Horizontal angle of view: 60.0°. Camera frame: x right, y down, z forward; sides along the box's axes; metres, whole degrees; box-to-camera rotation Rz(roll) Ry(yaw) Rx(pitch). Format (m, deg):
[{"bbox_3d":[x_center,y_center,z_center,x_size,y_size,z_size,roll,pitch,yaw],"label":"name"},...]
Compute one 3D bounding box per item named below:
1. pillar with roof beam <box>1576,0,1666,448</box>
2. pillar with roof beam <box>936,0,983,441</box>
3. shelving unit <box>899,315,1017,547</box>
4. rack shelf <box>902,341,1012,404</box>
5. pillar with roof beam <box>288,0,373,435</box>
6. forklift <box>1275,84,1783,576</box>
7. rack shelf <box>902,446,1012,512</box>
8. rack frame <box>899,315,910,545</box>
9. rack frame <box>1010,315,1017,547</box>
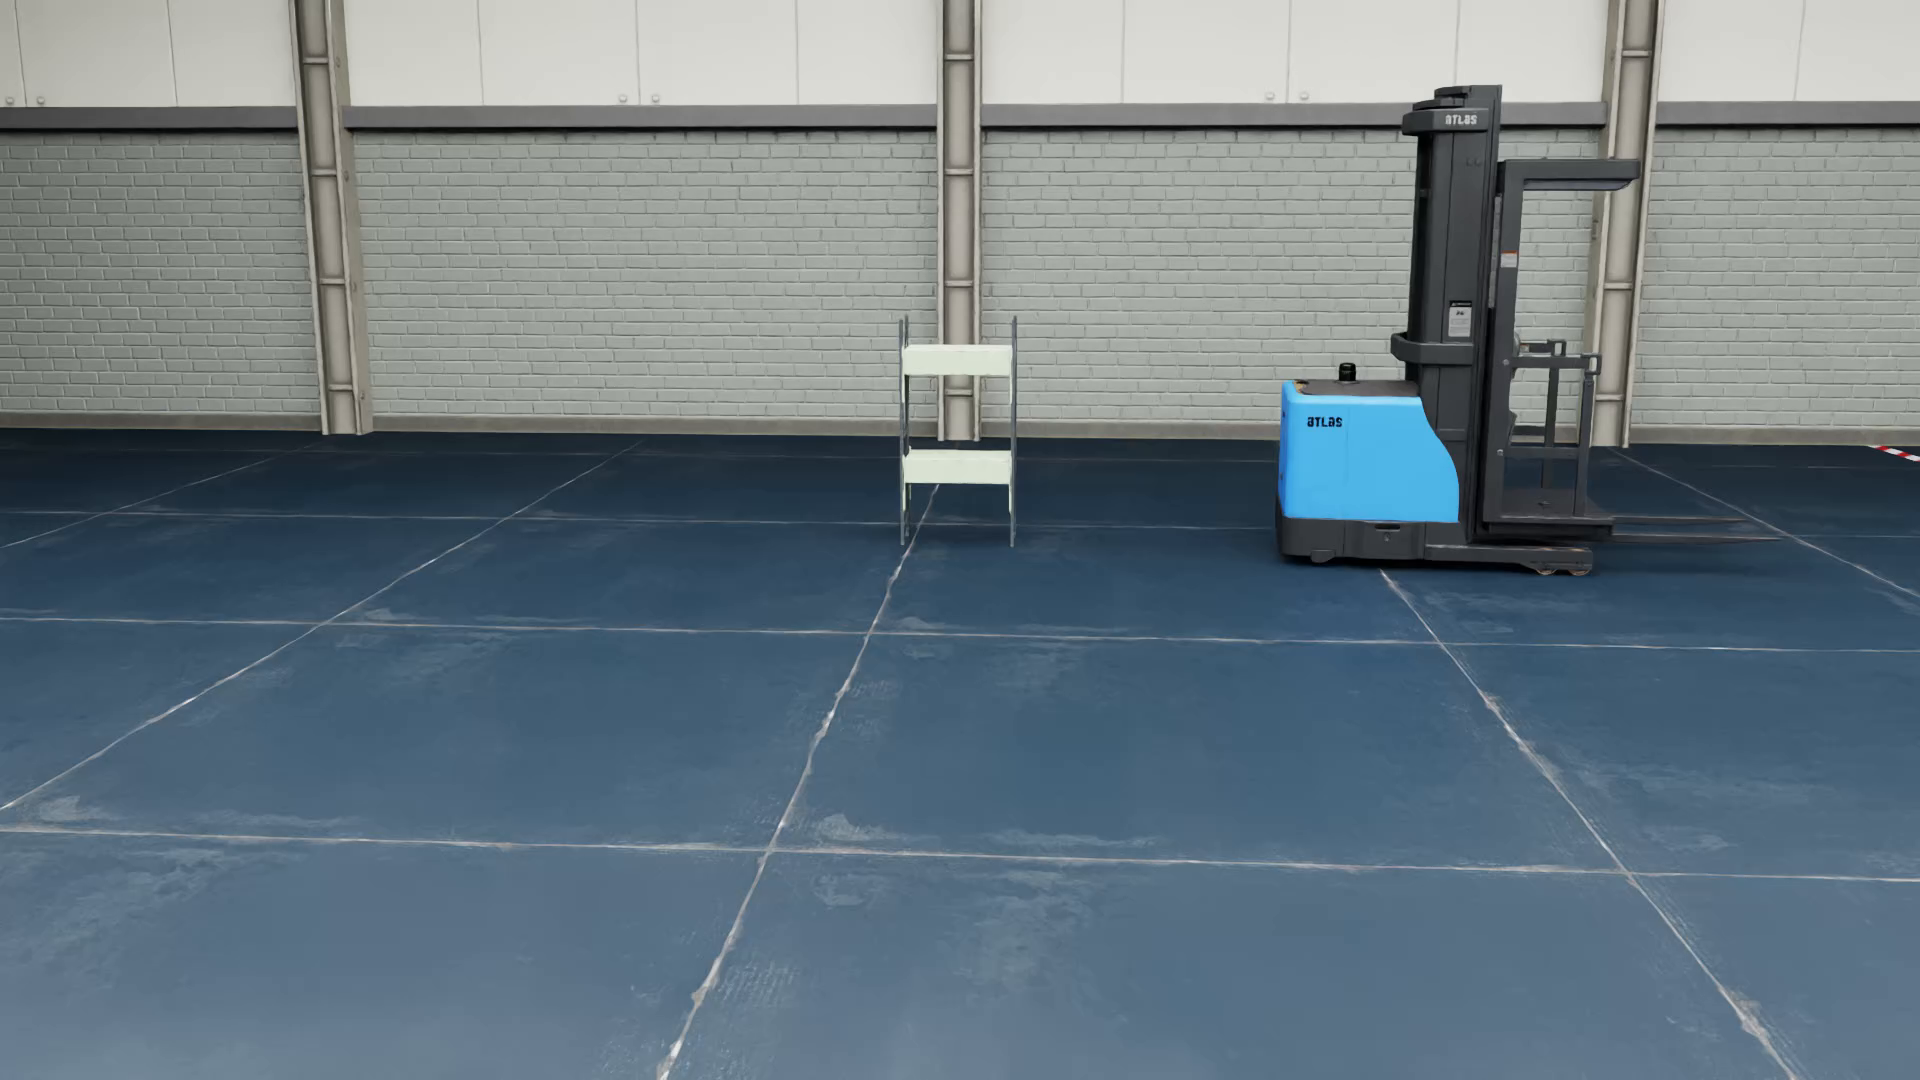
[{"bbox_3d":[5.696,-4.412,10.381,0.400,9.000,9.100,1,12,4],"label":"pillar with roof beam"},{"bbox_3d":[-0.291,-4.494,10.773,0.400,9.000,9.100,1,12,4],"label":"pillar with roof beam"},{"bbox_3d":[-0.007,-0.734,11.115,0.755,1.500,0.431,1,12,4],"label":"shelving unit"},{"bbox_3d":[-0.007,-1.116,11.035,0.720,0.370,0.431,1,12,4],"label":"rack shelf"},{"bbox_3d":[-6.277,-4.576,11.166,0.400,9.000,9.100,1,12,4],"label":"pillar with roof beam"},{"bbox_3d":[3.596,-1.332,10.476,3.031,2.935,1.130,2,12,8],"label":"forklift"},{"bbox_3d":[-0.007,-0.415,11.182,0.720,0.370,0.431,1,12,4],"label":"rack shelf"},{"bbox_3d":[-0.372,-0.739,11.139,0.023,1.500,0.400,1,12,4],"label":"rack frame"},{"bbox_3d":[0.359,-0.729,11.091,0.023,1.500,0.400,1,12,4],"label":"rack frame"}]
